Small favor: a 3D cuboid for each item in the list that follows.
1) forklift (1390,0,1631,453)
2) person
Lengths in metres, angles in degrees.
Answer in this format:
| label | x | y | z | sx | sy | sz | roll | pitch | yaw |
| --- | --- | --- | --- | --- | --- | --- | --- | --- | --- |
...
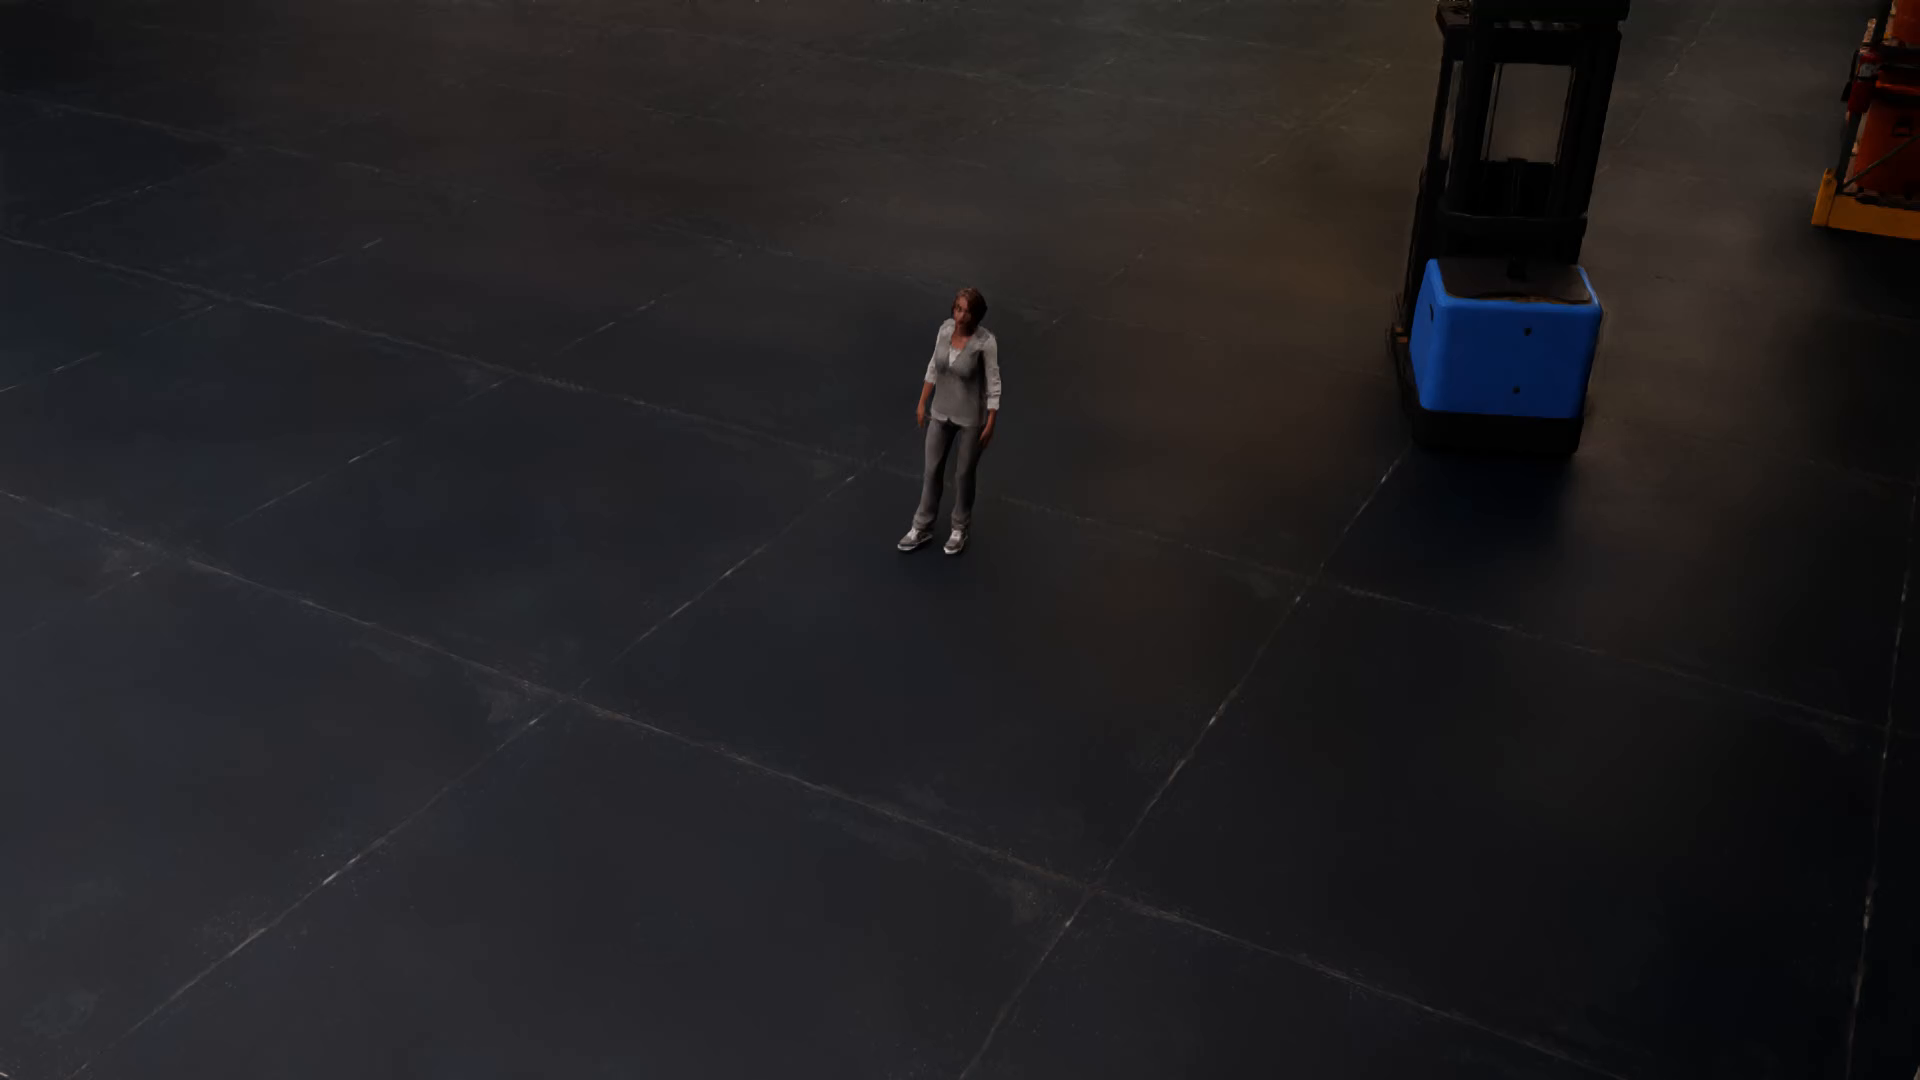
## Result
| label | x | y | z | sx | sy | sz | roll | pitch | yaw |
| --- | --- | --- | --- | --- | --- | --- | --- | --- | --- |
| forklift | 3.752 | -2.552 | 11.492 | 1.130 | 2.935 | 3.031 | 4 | 30 | 8 |
| person | -0.048 | -0.669 | 9.550 | 0.521 | 1.597 | 0.474 | 15 | 33 | 25 |
